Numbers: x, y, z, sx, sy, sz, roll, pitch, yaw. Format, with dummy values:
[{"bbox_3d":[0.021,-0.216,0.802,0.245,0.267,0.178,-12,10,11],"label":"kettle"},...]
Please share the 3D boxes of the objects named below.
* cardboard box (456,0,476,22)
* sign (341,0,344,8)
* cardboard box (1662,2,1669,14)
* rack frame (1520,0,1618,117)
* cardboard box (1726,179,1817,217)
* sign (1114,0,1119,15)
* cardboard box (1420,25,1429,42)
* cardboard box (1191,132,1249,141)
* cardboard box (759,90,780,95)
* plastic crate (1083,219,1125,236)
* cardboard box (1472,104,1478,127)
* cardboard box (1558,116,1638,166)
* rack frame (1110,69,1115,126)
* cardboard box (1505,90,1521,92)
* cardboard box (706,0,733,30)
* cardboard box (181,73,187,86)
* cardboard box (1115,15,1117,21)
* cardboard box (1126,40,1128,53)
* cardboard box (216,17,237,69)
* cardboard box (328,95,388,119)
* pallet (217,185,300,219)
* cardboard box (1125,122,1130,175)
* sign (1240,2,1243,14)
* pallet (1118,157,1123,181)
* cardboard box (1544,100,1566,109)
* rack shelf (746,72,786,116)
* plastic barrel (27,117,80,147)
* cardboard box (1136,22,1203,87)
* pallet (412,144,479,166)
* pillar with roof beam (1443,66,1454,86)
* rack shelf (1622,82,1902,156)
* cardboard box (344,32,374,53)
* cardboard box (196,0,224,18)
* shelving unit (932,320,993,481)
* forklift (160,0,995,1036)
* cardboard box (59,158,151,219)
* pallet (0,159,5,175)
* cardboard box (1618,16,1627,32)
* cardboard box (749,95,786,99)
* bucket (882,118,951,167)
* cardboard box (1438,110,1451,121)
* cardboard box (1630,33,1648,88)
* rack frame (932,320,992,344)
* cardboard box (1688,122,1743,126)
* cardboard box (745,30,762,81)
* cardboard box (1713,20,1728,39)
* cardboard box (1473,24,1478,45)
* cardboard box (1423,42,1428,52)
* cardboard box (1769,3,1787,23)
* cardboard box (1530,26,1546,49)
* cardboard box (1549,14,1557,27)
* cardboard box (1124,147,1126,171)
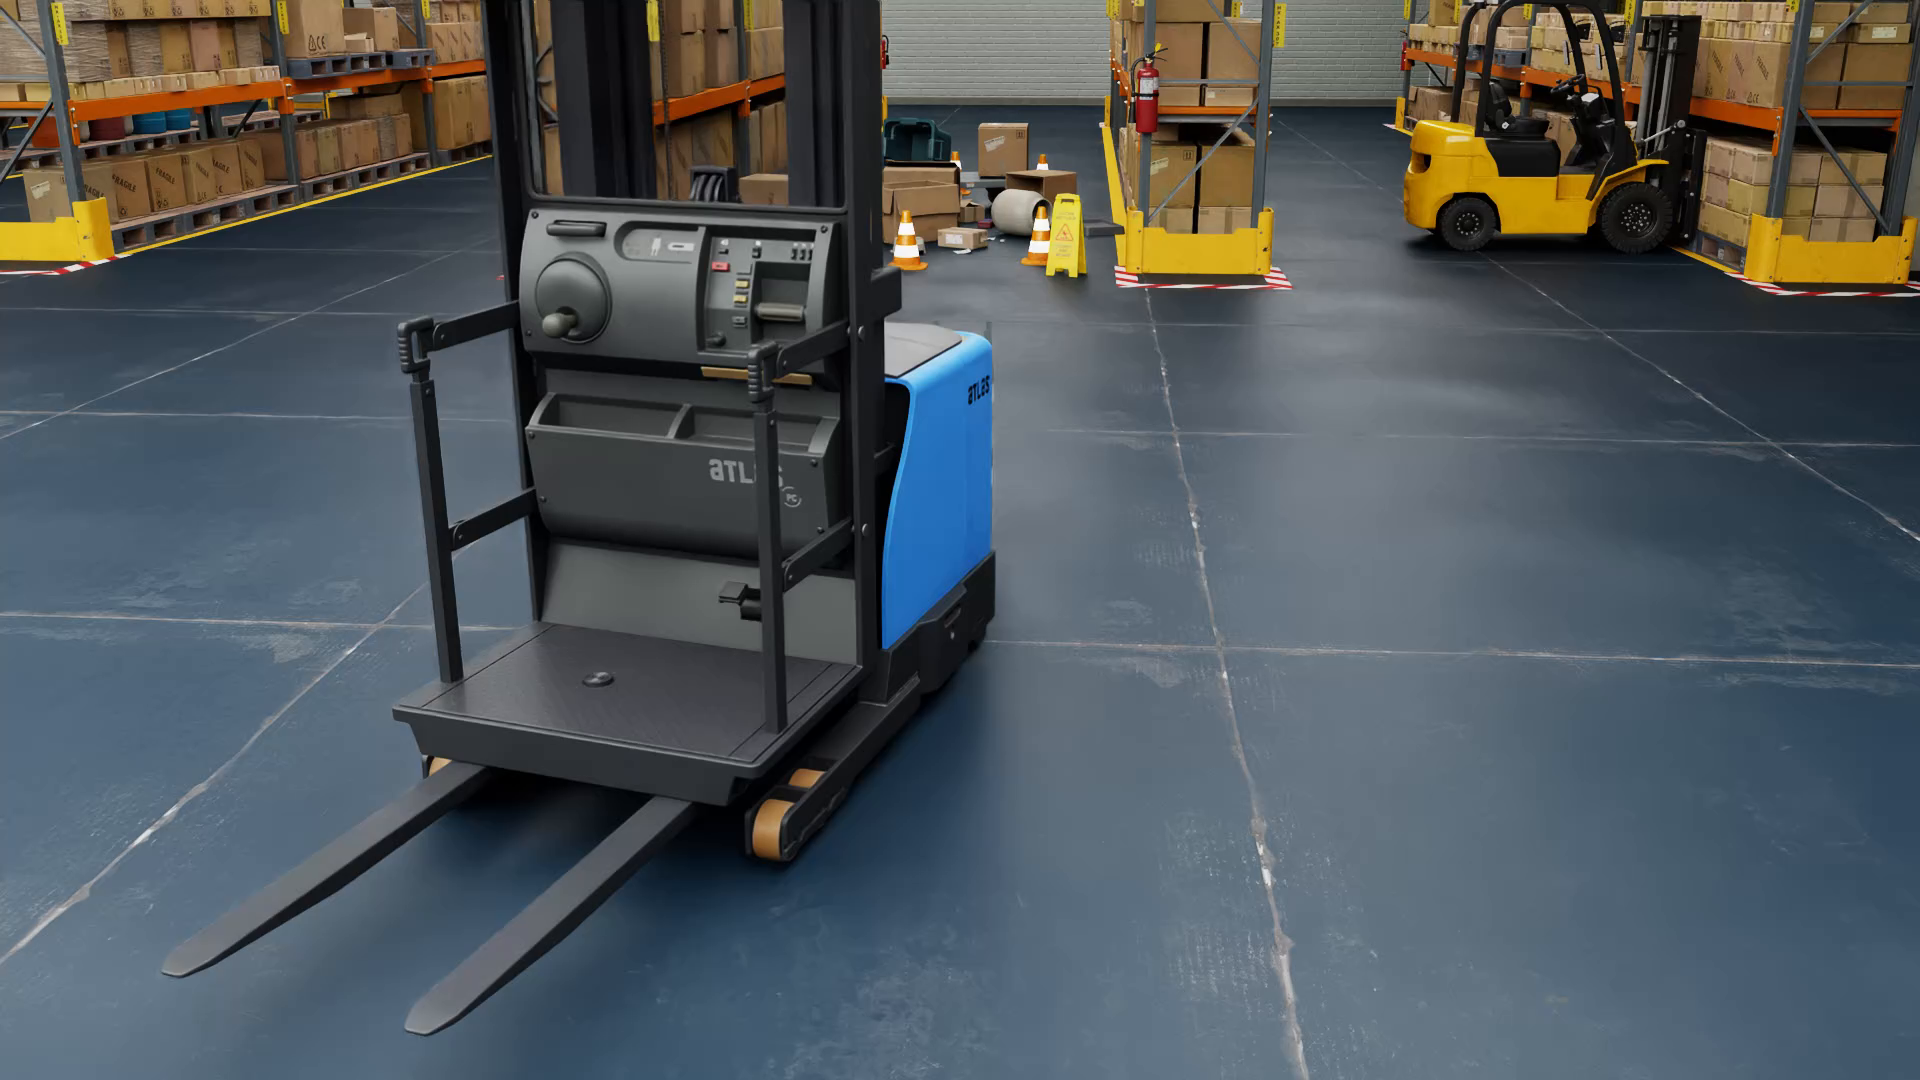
[{"bbox_3d":[-7.206,-7.488,23.186,0.797,0.503,0.637,2,18,6],"label":"cardboard box"},{"bbox_3d":[-7.919,-6.888,21.266,0.100,0.325,0.005,1,18,4],"label":"sign"},{"bbox_3d":[6.954,-5.074,15.911,0.380,0.149,0.250,2,18,5],"label":"cardboard box"},{"bbox_3d":[7.470,-5.995,20.402,1.000,3.000,0.127,1,18,4],"label":"rack frame"},{"bbox_3d":[6.620,-2.799,13.587,0.500,0.250,0.500,1,18,3],"label":"cardboard box"},{"bbox_3d":[1.965,-6.666,20.591,0.100,0.325,0.005,1,18,4],"label":"sign"},{"bbox_3d":[7.674,-8.101,26.592,0.500,0.250,0.500,1,18,3],"label":"cardboard box"},{"bbox_3d":[2.358,-3.439,15.139,0.500,0.500,0.500,2,18,5],"label":"cardboard box"},{"bbox_3d":[-2.638,-5.770,21.851,0.500,0.250,0.500,1,18,3],"label":"cardboard box"},{"bbox_3d":[1.302,-3.006,15.968,0.402,0.080,0.583,-5,19,-15],"label":"plastic crate"},{"bbox_3d":[7.429,-5.784,23.096,0.500,0.500,0.500,1,18,2],"label":"cardboard box"},{"bbox_3d":[7.325,-4.461,18.858,0.875,0.625,0.625,1,18,2],"label":"cardboard box"},{"bbox_3d":[3.093,-8.589,28.320,1.000,3.000,0.127,1,18,4],"label":"rack frame"},{"bbox_3d":[8.005,-6.355,23.798,0.380,0.149,0.250,1,18,4],"label":"cardboard box"},{"bbox_3d":[-2.696,-5.239,16.119,0.875,0.550,0.550,1,18,4],"label":"cardboard box"},{"bbox_3d":[-7.591,-4.350,15.783,0.380,0.149,0.250,1,18,4],"label":"cardboard box"},{"bbox_3d":[2.488,-7.740,23.959,0.500,0.500,0.500,1,18,5],"label":"cardboard box"},{"bbox_3d":[2.151,-5.832,19.634,0.380,0.149,0.250,1,18,4],"label":"cardboard box"},{"bbox_3d":[-7.817,-4.980,16.665,0.875,0.500,0.500,1,18,4],"label":"cardboard box"},{"bbox_3d":[-7.411,-5.330,20.475,0.500,0.250,0.500,3,18,10],"label":"cardboard box"},{"bbox_3d":[-7.665,-3.549,17.416,1.003,0.211,1.213,1,18,4],"label":"pallet"},{"bbox_3d":[1.921,-3.935,16.651,0.500,0.500,0.500,2,18,7],"label":"cardboard box"},{"bbox_3d":[5.518,-10.707,33.456,0.339,0.242,0.001,1,18,4],"label":"sign"},{"bbox_3d":[2.462,-4.537,20.430,1.003,0.211,1.213,1,18,4],"label":"pallet"},{"bbox_3d":[7.802,-5.631,21.589,0.380,0.149,0.250,2,18,5],"label":"cardboard box"},{"bbox_3d":[-2.569,-5.221,19.195,1.077,0.370,4.000,1,18,4],"label":"rack shelf"},{"bbox_3d":[-12.288,-5.757,22.487,0.600,0.830,0.708,1,18,4],"label":"plastic barrel"},{"bbox_3d":[1.710,-3.984,13.625,0.500,0.500,0.500,1,18,3],"label":"cardboard box"},{"bbox_3d":[-7.234,-5.244,22.588,1.003,0.211,1.213,1,18,4],"label":"pallet"},{"bbox_3d":[4.842,-12.244,29.838,9.100,9.000,0.400,1,18,4],"label":"pillar with roof beam"},{"bbox_3d":[7.040,-3.790,14.827,1.077,0.370,4.000,1,18,4],"label":"rack shelf"},{"bbox_3d":[-7.216,-5.938,19.769,0.396,0.266,0.258,1,18,2],"label":"cardboard box"},{"bbox_3d":[-7.481,-5.291,16.010,0.500,0.500,0.500,1,18,4],"label":"cardboard box"},{"bbox_3d":[0.001,-0.430,6.791,0.258,0.900,0.210,1,18,4],"label":"shelving unit"},{"bbox_3d":[-0.849,-0.692,4.328,1.130,2.935,3.031,6,19,19],"label":"forklift"},{"bbox_3d":[-7.869,-3.233,15.313,0.500,0.500,0.500,6,19,18],"label":"cardboard box"},{"bbox_3d":[-12.490,-4.494,20.299,1.003,0.211,1.213,1,18,4],"label":"pallet"},{"bbox_3d":[6.987,-5.300,17.079,0.380,0.149,0.250,1,18,3],"label":"cardboard box"},{"bbox_3d":[-2.559,-5.127,20.692,1.050,0.750,0.750,1,18,3],"label":"cardboard box"},{"bbox_3d":[-0.422,-4.015,17.174,0.726,0.611,0.620,8,10,23],"label":"bucket"},{"bbox_3d":[7.530,-6.428,25.440,0.396,0.266,0.258,2,18,6],"label":"cardboard box"},{"bbox_3d":[6.891,-4.668,16.193,0.500,0.500,0.500,1,18,2],"label":"cardboard box"},{"bbox_3d":[0.008,-0.462,6.887,0.240,0.900,0.006,1,18,4],"label":"rack frame"},{"bbox_3d":[7.341,-3.964,16.338,0.500,0.250,0.500,2,18,5],"label":"cardboard box"},{"bbox_3d":[-2.406,-5.146,17.651,0.500,0.500,0.500,1,18,5],"label":"cardboard box"},{"bbox_3d":[6.710,-4.379,14.268,0.380,0.149,0.250,1,18,4],"label":"cardboard box"},{"bbox_3d":[7.275,-6.950,22.858,0.396,0.266,0.258,2,18,7],"label":"cardboard box"},{"bbox_3d":[7.605,-7.865,26.513,0.380,0.149,0.250,1,18,2],"label":"cardboard box"},{"bbox_3d":[6.699,-4.201,13.246,0.380,0.149,0.250,1,18,4],"label":"cardboard box"},{"bbox_3d":[7.170,-6.030,19.945,0.500,0.250,0.500,1,18,4],"label":"cardboard box"},{"bbox_3d":[7.143,-6.095,19.505,0.380,0.149,0.250,2,18,5],"label":"cardboard box"},{"bbox_3d":[2.316,-4.200,18.468,0.950,0.372,0.625,2,18,7],"label":"cardboard box"}]
